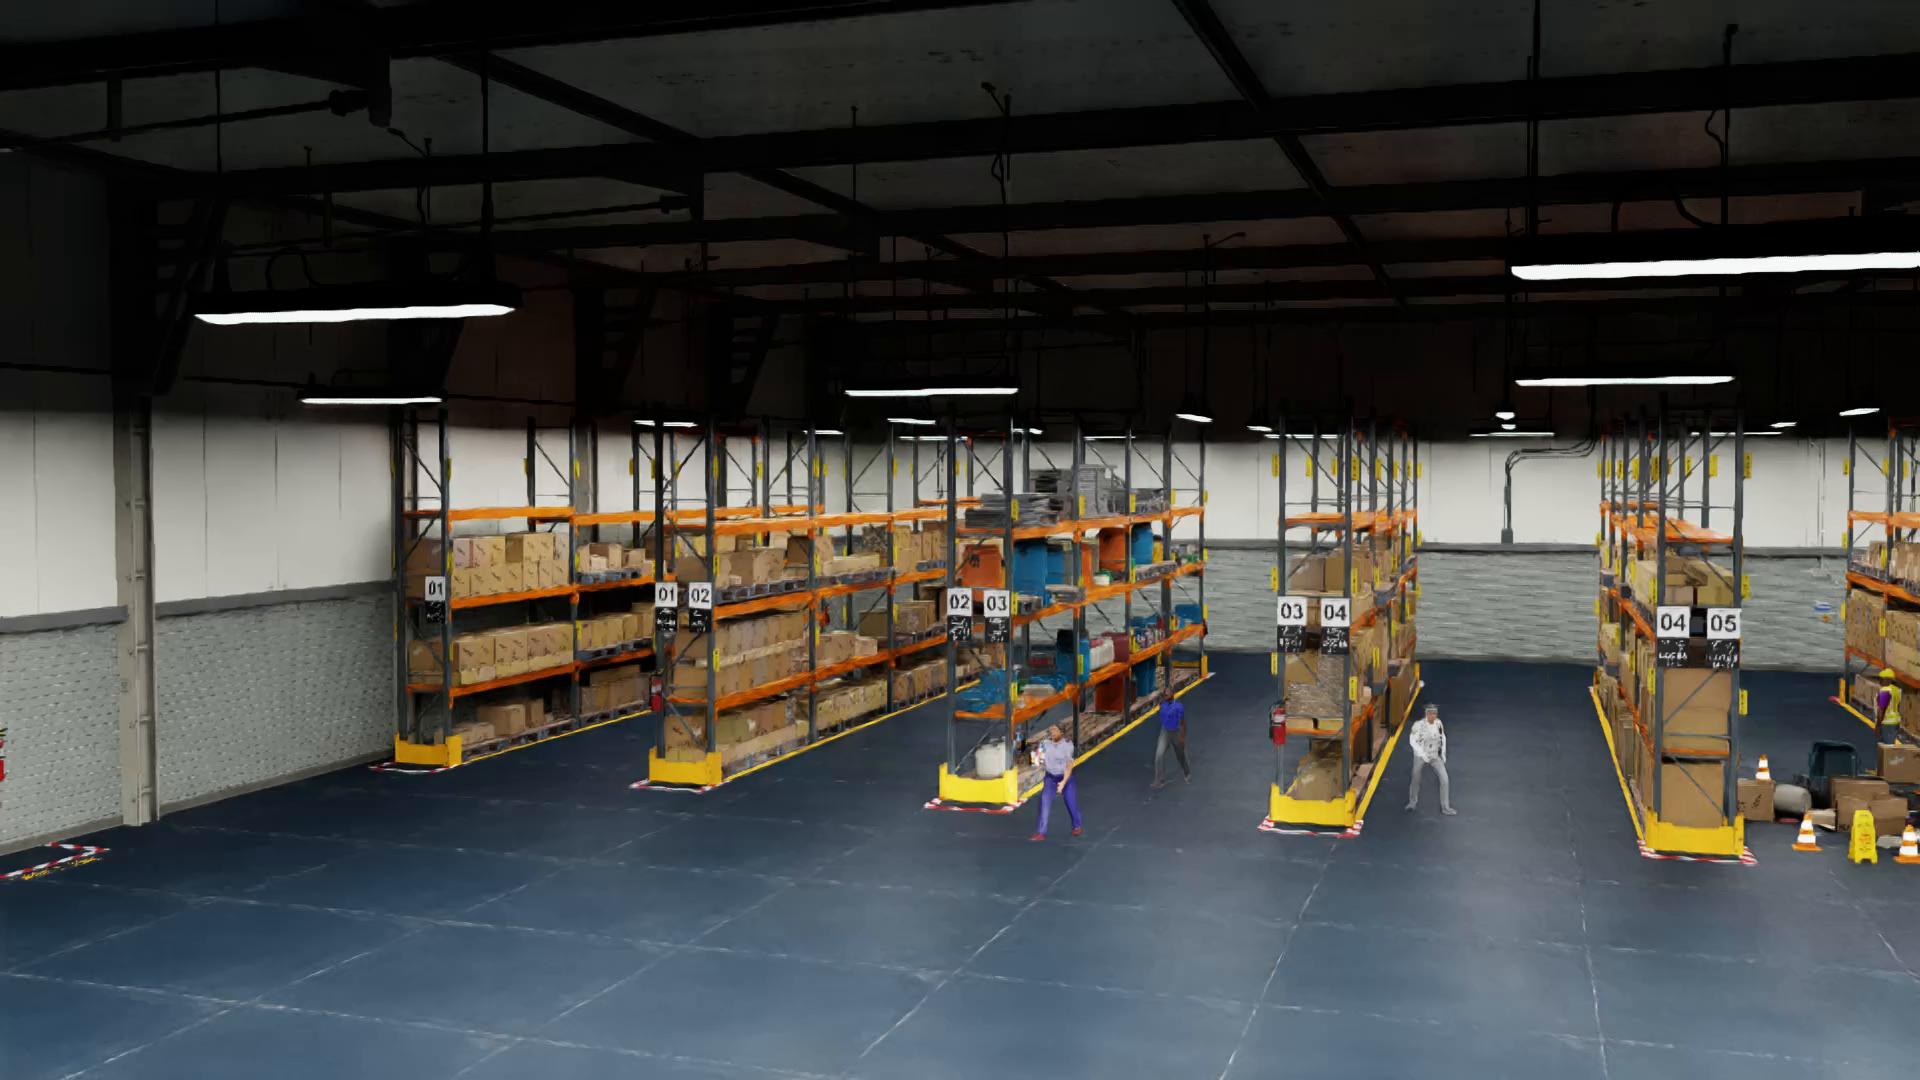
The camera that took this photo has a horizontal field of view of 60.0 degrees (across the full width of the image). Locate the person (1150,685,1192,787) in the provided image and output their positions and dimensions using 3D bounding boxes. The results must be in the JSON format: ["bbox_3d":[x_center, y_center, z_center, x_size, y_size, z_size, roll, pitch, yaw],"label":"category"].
[{"bbox_3d":[3.364,3.075,26.186,0.472,1.587,0.907,2,3,35],"label":"person"}]

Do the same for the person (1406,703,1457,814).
[{"bbox_3d":[6.815,3.152,24.172,0.640,1.617,0.770,0,2,-1],"label":"person"}]

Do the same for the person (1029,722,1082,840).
[{"bbox_3d":[1.337,3.234,22.426,0.478,1.579,0.995,1,3,28],"label":"person"}]

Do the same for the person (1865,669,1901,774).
[{"bbox_3d":[14.919,2.955,26.834,0.585,1.763,0.682,2,3,43],"label":"person"}]
